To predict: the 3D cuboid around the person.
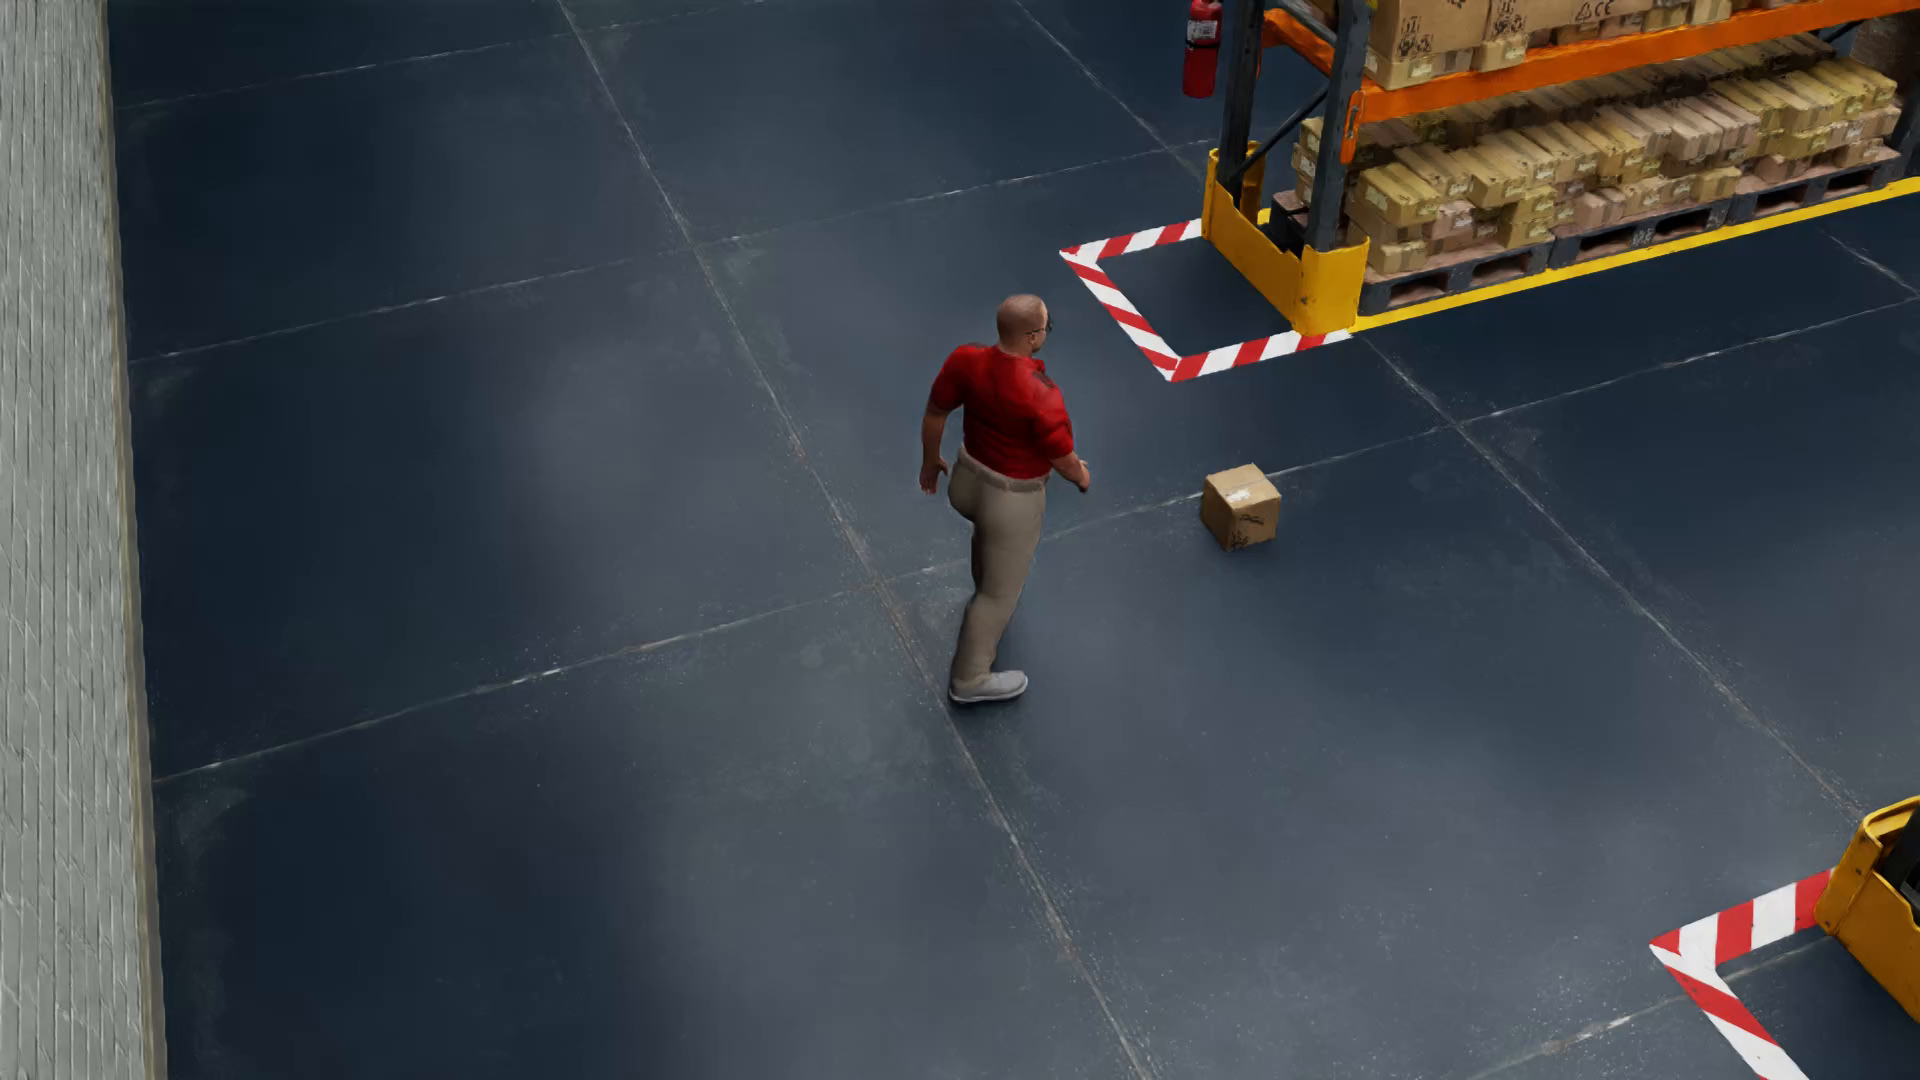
[{"bbox_3d":[0.154,-0.214,6.432,0.765,1.683,0.655,-30,50,-30],"label":"person"}]
